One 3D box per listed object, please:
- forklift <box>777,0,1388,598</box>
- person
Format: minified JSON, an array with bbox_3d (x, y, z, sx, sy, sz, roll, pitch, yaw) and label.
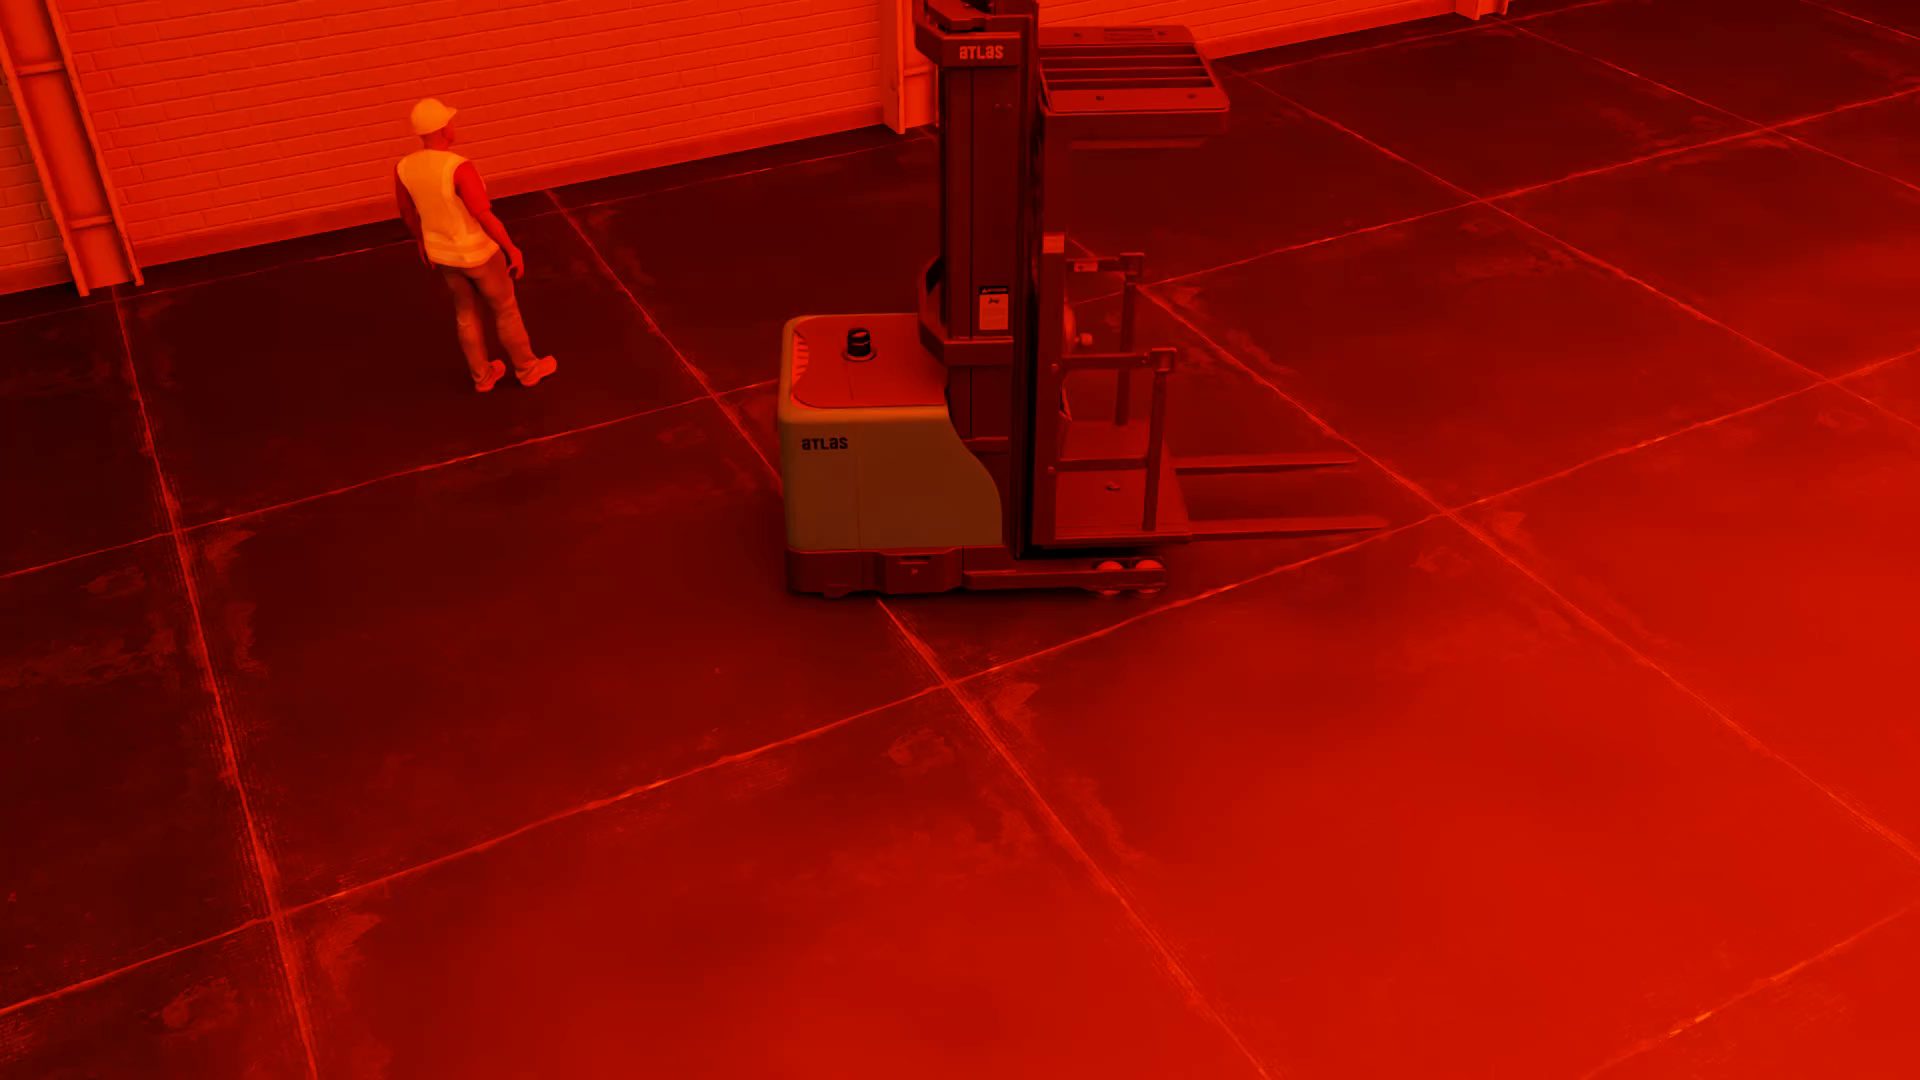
[{"bbox_3d":[0.627,-1.229,7.862,3.031,2.935,1.130,-2,35,-3],"label":"forklift"},{"bbox_3d":[-2.782,-1.686,9.516,0.708,1.771,0.568,12,37,16],"label":"person"}]
